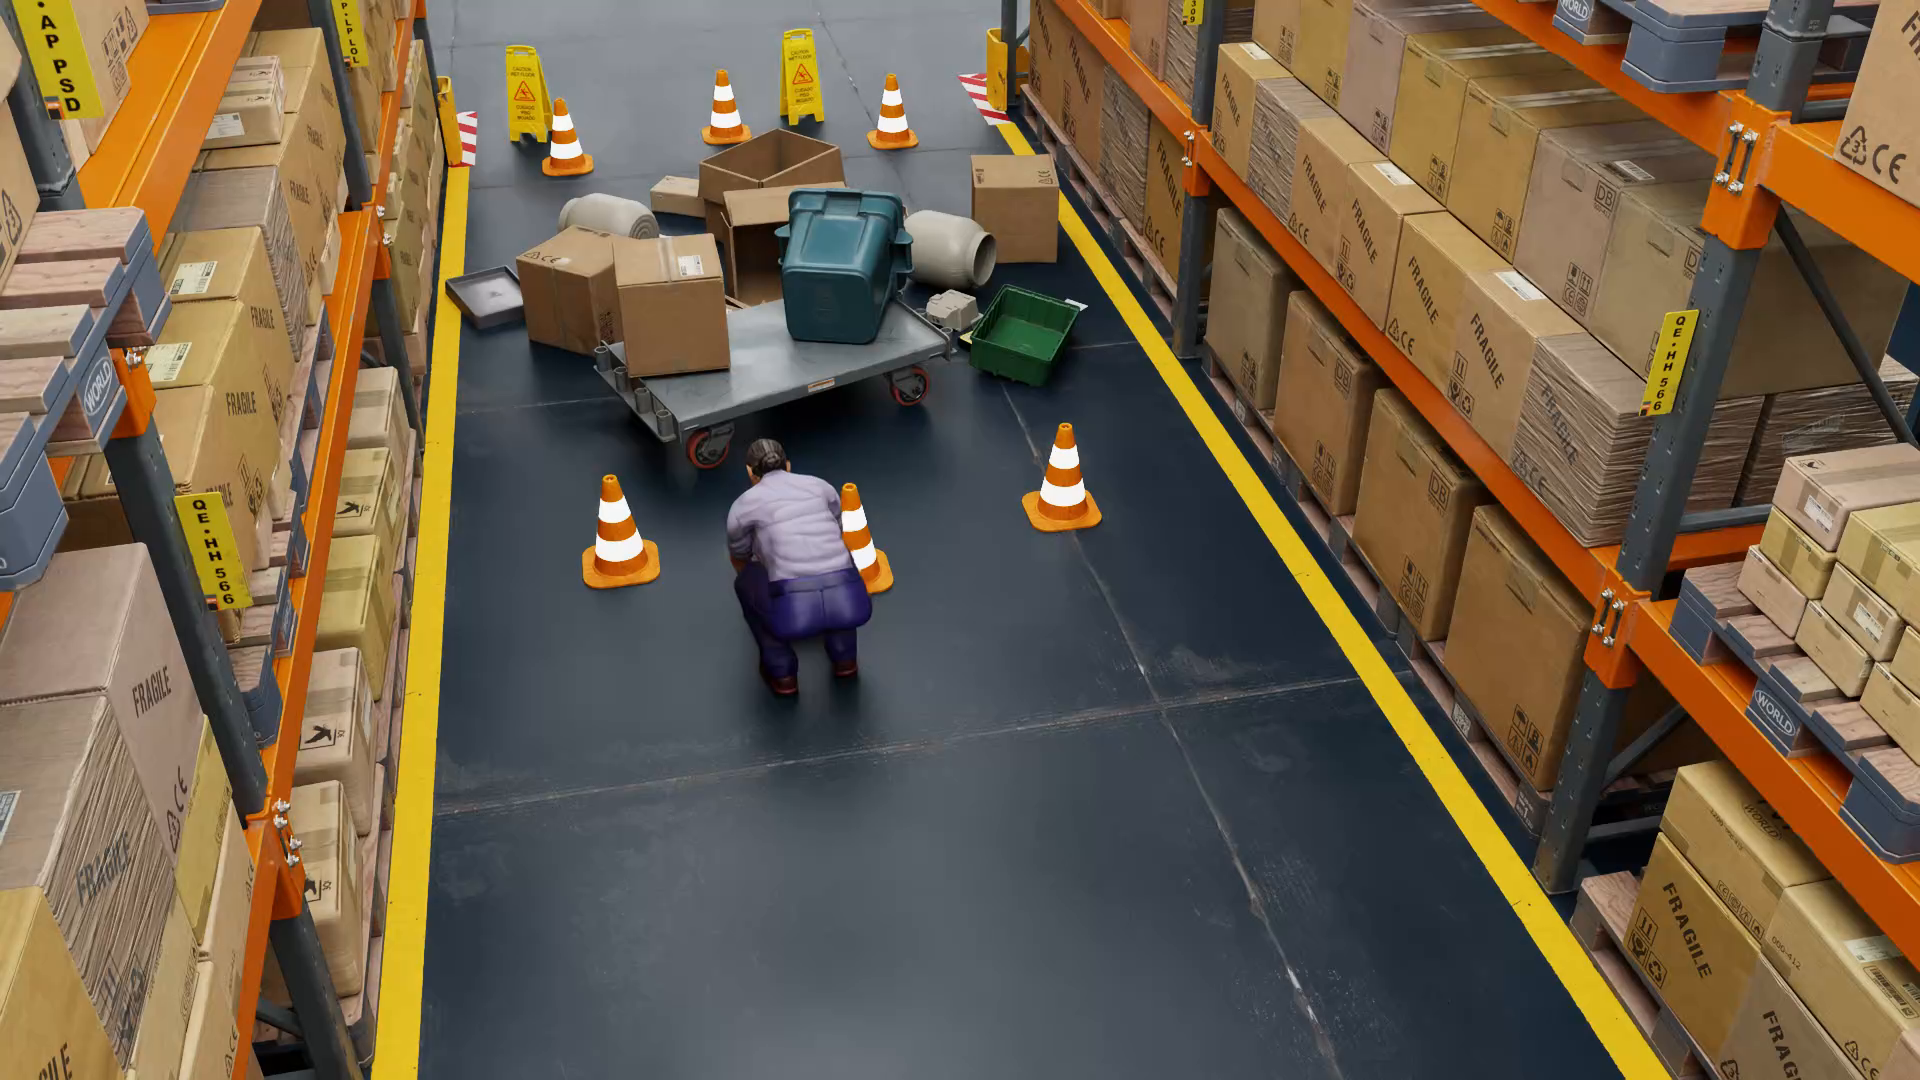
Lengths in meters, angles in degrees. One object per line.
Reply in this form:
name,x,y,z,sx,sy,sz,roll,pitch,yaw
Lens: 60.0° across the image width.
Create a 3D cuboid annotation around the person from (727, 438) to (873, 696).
person,-0.649,0.121,6.673,0.509,0.871,0.831,-10,36,-14
